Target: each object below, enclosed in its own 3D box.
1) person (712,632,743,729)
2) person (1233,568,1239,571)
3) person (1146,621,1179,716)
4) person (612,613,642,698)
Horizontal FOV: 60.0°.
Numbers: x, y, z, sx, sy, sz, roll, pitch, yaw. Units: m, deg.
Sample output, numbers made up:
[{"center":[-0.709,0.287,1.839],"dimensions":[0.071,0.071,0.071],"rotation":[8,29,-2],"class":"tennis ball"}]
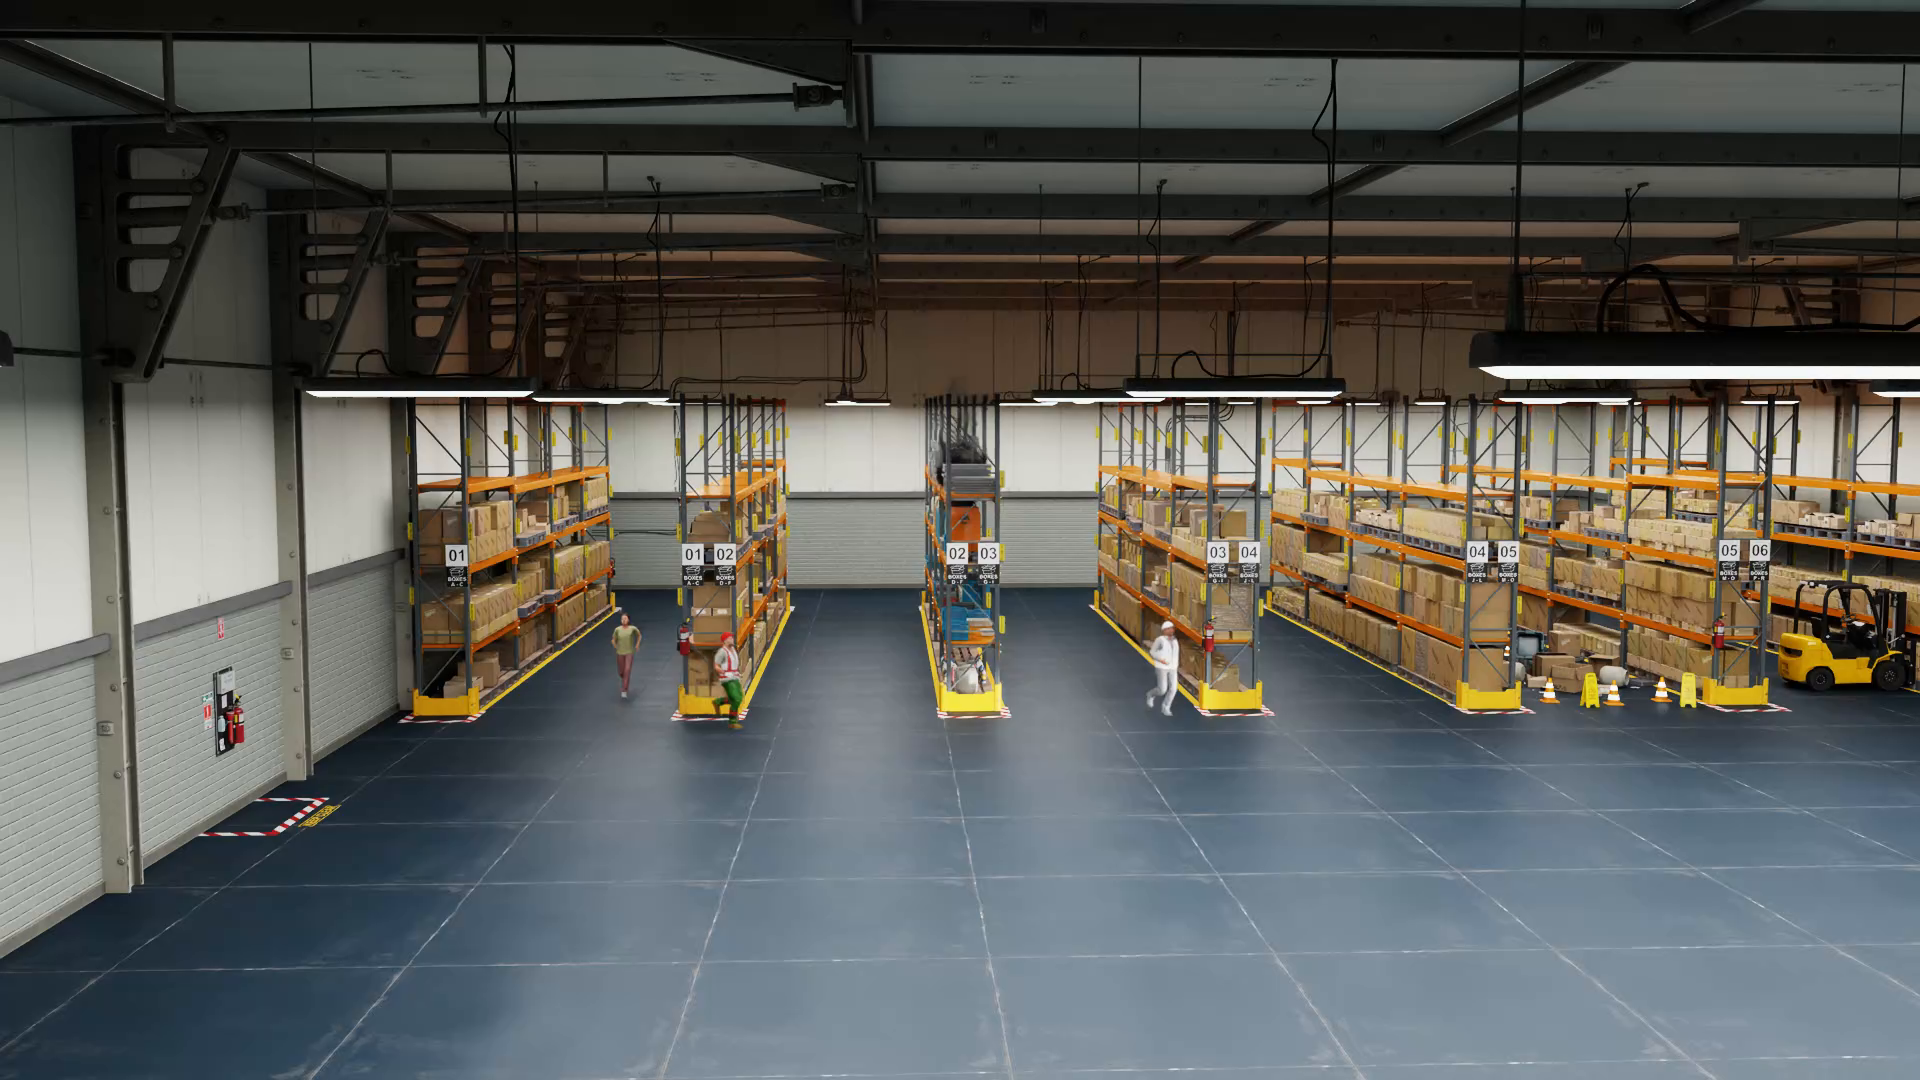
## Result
[{"center":[-4.198,2.509,29.836],"dimensions":[0.664,1.737,0.688],"rotation":[2,5,19],"class":"person"},{"center":[7.602,1.113,47.503],"dimensions":[0.732,1.706,0.944],"rotation":[3,5,31],"class":"person"},{"center":[3.860,2.396,31.306],"dimensions":[0.682,1.751,0.705],"rotation":[-2,5,-28],"class":"person"},{"center":[-6.680,2.282,33.297],"dimensions":[0.593,1.640,0.875],"rotation":[0,5,-3],"class":"person"}]
